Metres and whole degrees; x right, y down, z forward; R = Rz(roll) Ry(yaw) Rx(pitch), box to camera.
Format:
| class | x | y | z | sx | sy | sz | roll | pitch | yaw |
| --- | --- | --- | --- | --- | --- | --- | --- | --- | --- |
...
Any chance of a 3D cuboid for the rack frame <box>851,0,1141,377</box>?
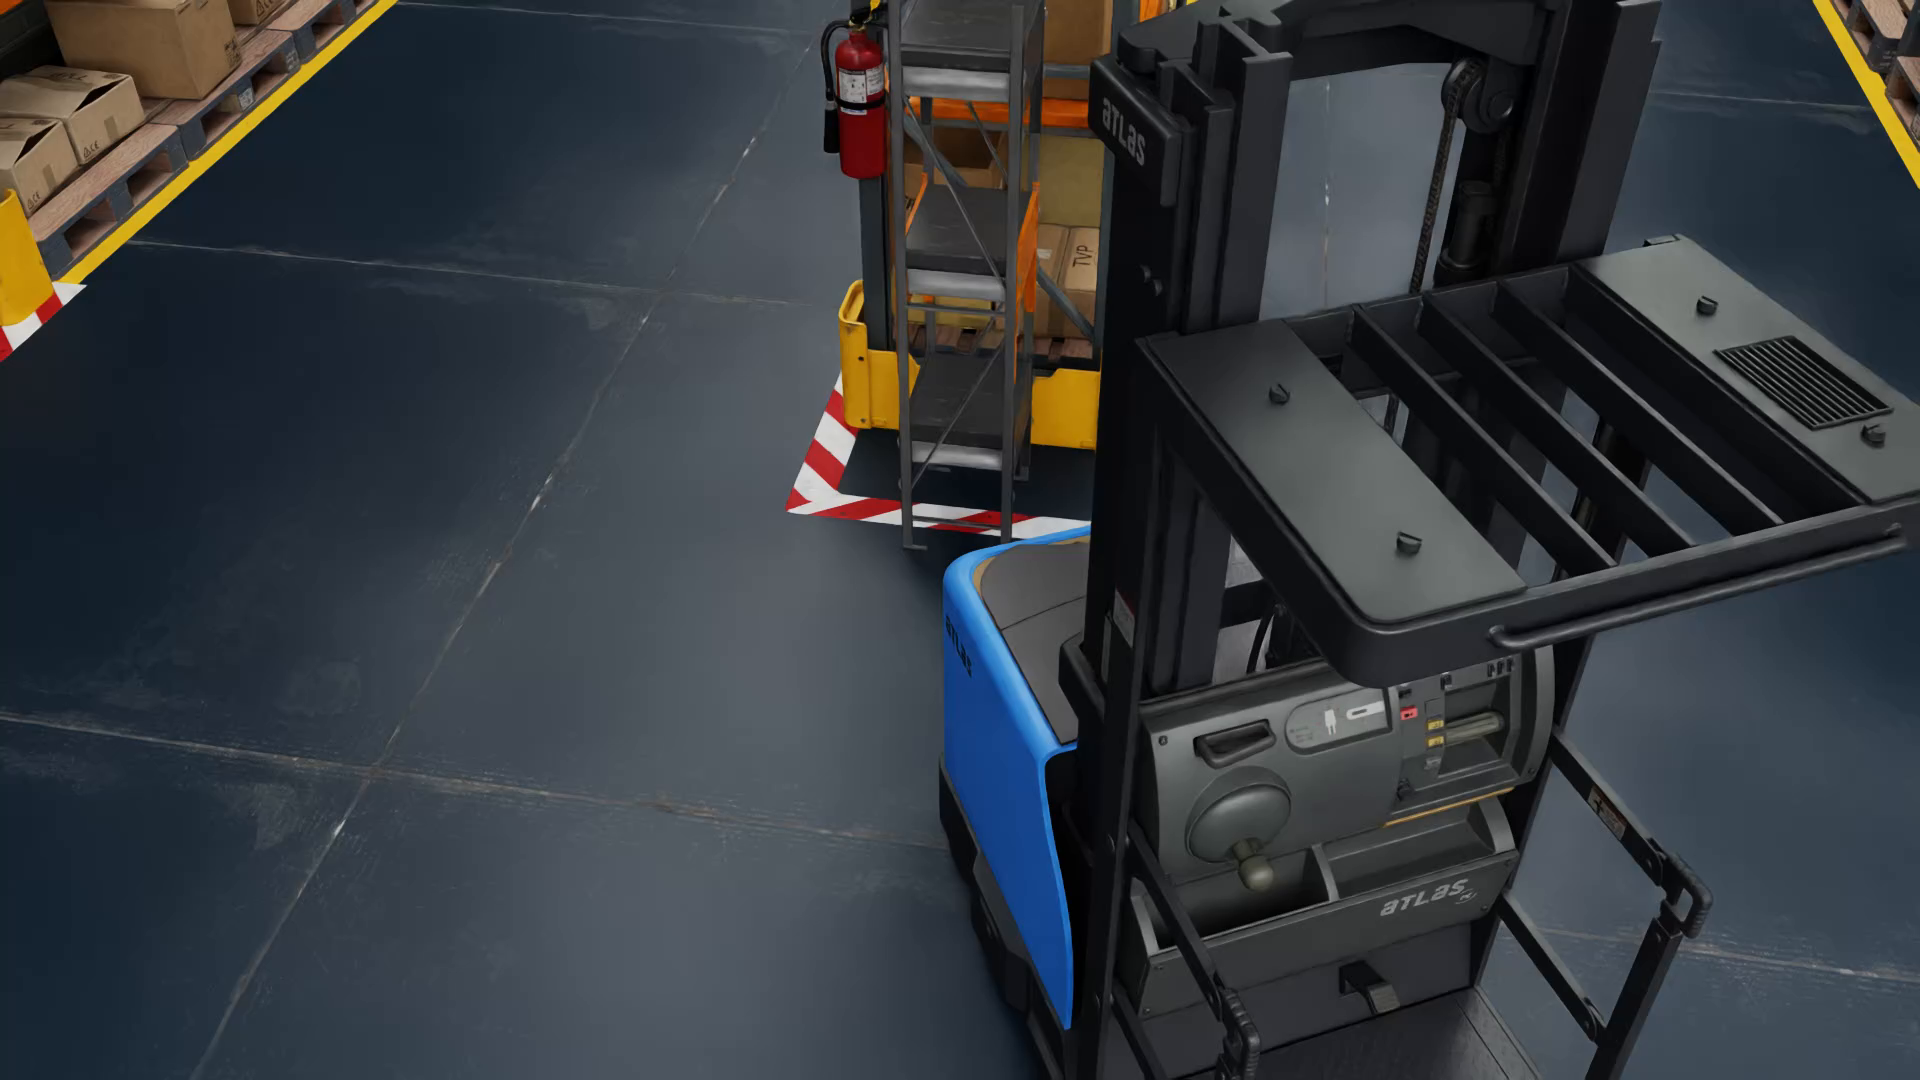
| class | x | y | z | sx | sy | sz | roll | pitch | yaw |
| --- | --- | --- | --- | --- | --- | --- | --- | --- | --- |
| rack frame | 0.122 | -1.682 | 5.931 | 1.000 | 3.000 | 0.127 | 6 | 40 | 8 |

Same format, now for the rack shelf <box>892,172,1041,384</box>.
| class | x | y | z | sx | sy | sz | roll | pitch | yaw |
| --- | --- | --- | --- | --- | --- | --- | --- | --- | --- |
| rack shelf | 0.029 | -0.903 | 5.715 | 0.431 | 0.518 | 0.480 | 6 | 40 | 8 |

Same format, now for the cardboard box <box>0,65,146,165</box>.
| class | x | y | z | sx | sy | sz | roll | pitch | yaw |
| --- | --- | --- | --- | --- | --- | --- | --- | --- | --- |
| cardboard box | -4.451 | -2.142 | 8.251 | 0.500 | 0.311 | 0.500 | 10 | 41 | 11 |

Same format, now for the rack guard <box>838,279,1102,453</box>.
| class | x | y | z | sx | sy | sz | roll | pitch | yaw |
| --- | --- | --- | --- | --- | --- | --- | --- | --- | --- |
| rack guard | 0.118 | -0.704 | 6.709 | 1.175 | 0.500 | 0.348 | 6 | 40 | 8 |

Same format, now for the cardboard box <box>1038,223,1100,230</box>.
| class | x | y | z | sx | sy | sz | roll | pitch | yaw |
| --- | --- | --- | --- | --- | --- | --- | --- | --- | --- |
| cardboard box | 0.517 | -1.411 | 7.431 | 0.500 | 0.250 | 0.500 | 6 | 40 | 8 |

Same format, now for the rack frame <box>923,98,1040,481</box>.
| class | x | y | z | sx | sy | sz | roll | pitch | yaw |
| --- | --- | --- | --- | --- | --- | --- | --- | --- | --- |
| rack frame | 0.071 | -1.066 | 5.892 | 0.400 | 2.100 | 0.015 | 6 | 40 | 8 |

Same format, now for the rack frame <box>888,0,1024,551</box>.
| class | x | y | z | sx | sy | sz | roll | pitch | yaw |
| --- | --- | --- | --- | --- | --- | --- | --- | --- | --- |
| rack frame | -0.014 | -0.760 | 5.521 | 0.400 | 2.100 | 0.015 | 6 | 40 | 8 |

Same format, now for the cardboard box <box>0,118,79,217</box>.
| class | x | y | z | sx | sy | sz | roll | pitch | yaw |
| --- | --- | --- | --- | --- | --- | --- | --- | --- | --- |
| cardboard box | -4.550 | -1.784 | 7.818 | 0.500 | 0.311 | 0.500 | 2 | 40 | 3 |

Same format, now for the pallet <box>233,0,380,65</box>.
| class | x | y | z | sx | sy | sz | roll | pitch | yaw |
| --- | --- | --- | --- | --- | --- | --- | --- | --- | --- |
| pallet | -4.147 | -3.237 | 9.999 | 1.003 | 0.211 | 1.213 | 6 | 40 | 8 |

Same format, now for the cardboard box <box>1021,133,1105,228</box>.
| class | x | y | z | sx | sy | sz | roll | pitch | yaw |
| --- | --- | --- | --- | --- | --- | --- | --- | --- | --- |
| cardboard box | 0.518 | -1.700 | 7.191 | 0.500 | 0.500 | 0.500 | 6 | 40 | 8 |

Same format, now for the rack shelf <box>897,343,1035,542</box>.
| class | x | y | z | sx | sy | sz | roll | pitch | yaw |
| --- | --- | --- | --- | --- | --- | --- | --- | --- | --- |
| rack shelf | 0.029 | -0.363 | 6.161 | 0.431 | 0.518 | 0.480 | 6 | 40 | 8 |

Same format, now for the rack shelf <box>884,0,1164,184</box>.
| class | x | y | z | sx | sy | sz | roll | pitch | yaw |
| --- | --- | --- | --- | --- | --- | --- | --- | --- | --- |
| rack shelf | 0.468 | -2.660 | 7.678 | 1.077 | 0.370 | 4.000 | 6 | 40 | 8 |

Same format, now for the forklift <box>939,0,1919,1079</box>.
| class | x | y | z | sx | sy | sz | roll | pitch | yaw |
| --- | --- | --- | --- | --- | --- | --- | --- | --- | --- |
| forklift | 0.899 | 0.530 | 3.309 | 1.130 | 2.935 | 3.031 | -12 | 41 | -15 |

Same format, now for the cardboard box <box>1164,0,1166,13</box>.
| class | x | y | z | sx | sy | sz | roll | pitch | yaw |
| --- | --- | --- | --- | --- | --- | --- | --- | --- | --- |
| cardboard box | 0.768 | -2.642 | 8.331 | 0.500 | 0.500 | 0.500 | 6 | 40 | 8 |

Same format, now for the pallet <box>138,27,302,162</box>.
| class | x | y | z | sx | sy | sz | roll | pitch | yaw |
| --- | --- | --- | --- | --- | --- | --- | --- | --- | --- |
| pallet | -4.356 | -2.469 | 9.070 | 1.003 | 0.211 | 1.213 | 6 | 40 | 8 |

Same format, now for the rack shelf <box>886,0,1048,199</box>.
| class | x | y | z | sx | sy | sz | roll | pitch | yaw |
| --- | --- | --- | --- | --- | --- | --- | --- | --- | --- |
| rack shelf | 0.029 | -1.442 | 5.269 | 0.431 | 0.518 | 0.480 | 6 | 40 | 8 |

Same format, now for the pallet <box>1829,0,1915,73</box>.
| class | x | y | z | sx | sy | sz | roll | pitch | yaw |
| --- | --- | --- | --- | --- | --- | --- | --- | --- | --- |
| pallet | 5.790 | -3.067 | 9.793 | 1.003 | 0.211 | 1.213 | 6 | 40 | 8 |

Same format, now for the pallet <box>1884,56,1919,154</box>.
| class | x | y | z | sx | sy | sz | roll | pitch | yaw |
| --- | --- | --- | --- | --- | --- | --- | --- | --- | --- |
| pallet | 5.535 | -2.153 | 8.688 | 1.003 | 0.211 | 1.213 | 6 | 40 | 8 |

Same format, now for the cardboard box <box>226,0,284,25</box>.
| class | x | y | z | sx | sy | sz | roll | pitch | yaw |
| --- | --- | --- | --- | --- | --- | --- | --- | --- | --- |
| cardboard box | -4.206 | -3.287 | 9.488 | 0.500 | 0.500 | 0.500 | 4 | 40 | 4 |

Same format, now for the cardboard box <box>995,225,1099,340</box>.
| class | x | y | z | sx | sy | sz | roll | pitch | yaw |
| --- | --- | --- | --- | --- | --- | --- | --- | --- | --- |
| cardboard box | 0.434 | -1.097 | 7.051 | 0.500 | 0.250 | 0.500 | 6 | 40 | 8 |

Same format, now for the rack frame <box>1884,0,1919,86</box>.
| class | x | y | z | sx | sy | sz | roll | pitch | yaw |
| --- | --- | --- | --- | --- | --- | --- | --- | --- | --- |
| rack frame | 5.692 | -3.644 | 8.304 | 1.000 | 3.000 | 0.127 | 6 | 40 | 8 |

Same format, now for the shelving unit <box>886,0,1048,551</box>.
| class | x | y | z | sx | sy | sz | roll | pitch | yaw |
| --- | --- | --- | --- | --- | --- | --- | --- | --- | --- |
| shelving unit | 0.029 | -0.913 | 5.707 | 0.431 | 2.100 | 0.503 | 6 | 40 | 8 |

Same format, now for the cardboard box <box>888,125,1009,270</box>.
| class | x | y | z | sx | sy | sz | roll | pitch | yaw |
| --- | --- | --- | --- | --- | --- | --- | --- | --- | --- |
| cardboard box | -0.079 | -1.443 | 6.881 | 0.500 | 0.500 | 0.500 | 6 | 40 | 8 |

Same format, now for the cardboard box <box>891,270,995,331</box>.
| class | x | y | z | sx | sy | sz | roll | pitch | yaw |
| --- | --- | --- | --- | --- | --- | --- | --- | --- | --- |
| cardboard box | -0.076 | -1.154 | 7.120 | 0.500 | 0.250 | 0.500 | 6 | 40 | 8 |

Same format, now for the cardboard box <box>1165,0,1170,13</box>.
| class | x | y | z | sx | sy | sz | roll | pitch | yaw |
| --- | --- | --- | --- | --- | --- | --- | --- | --- | --- |
| cardboard box | 0.851 | -2.956 | 8.711 | 0.500 | 0.500 | 0.500 | 6 | 40 | 8 |

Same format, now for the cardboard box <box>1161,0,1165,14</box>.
| class | x | y | z | sx | sy | sz | roll | pitch | yaw |
| --- | --- | --- | --- | --- | --- | --- | --- | --- | --- |
| cardboard box | 0.696 | -2.327 | 7.950 | 0.500 | 0.500 | 0.500 | 6 | 40 | 8 |

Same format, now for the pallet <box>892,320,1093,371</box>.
| class | x | y | z | sx | sy | sz | roll | pitch | yaw |
| --- | --- | --- | --- | --- | --- | --- | --- | --- | --- |
| pallet | 0.213 | -1.092 | 7.405 | 1.003 | 0.211 | 1.213 | 6 | 40 | 8 |

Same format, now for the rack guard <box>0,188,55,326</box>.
| class | x | y | z | sx | sy | sz | roll | pitch | yaw |
| --- | --- | --- | --- | --- | --- | --- | --- | --- | --- |
| rack guard | -4.745 | -1.311 | 7.443 | 1.175 | 0.500 | 0.348 | 6 | 40 | 8 |

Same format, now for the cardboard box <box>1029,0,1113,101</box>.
| class | x | y | z | sx | sy | sz | roll | pitch | yaw |
| --- | --- | --- | --- | --- | --- | --- | --- | --- | --- |
| cardboard box | 0.215 | -2.012 | 6.252 | 0.700 | 0.500 | 0.500 | 6 | 40 | 8 |

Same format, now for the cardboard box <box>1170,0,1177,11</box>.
| class | x | y | z | sx | sy | sz | roll | pitch | yaw |
| --- | --- | --- | --- | --- | --- | --- | --- | --- | --- |
| cardboard box | 0.949 | -2.980 | 9.328 | 0.500 | 0.250 | 0.500 | 6 | 40 | 8 |

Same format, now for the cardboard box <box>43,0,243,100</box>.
| class | x | y | z | sx | sy | sz | roll | pitch | yaw |
| --- | --- | --- | --- | --- | --- | --- | --- | --- | --- |
| cardboard box | -4.275 | -2.669 | 8.741 | 0.700 | 0.500 | 0.500 | 4 | 40 | 5 |

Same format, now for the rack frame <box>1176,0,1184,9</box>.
| class | x | y | z | sx | sy | sz | roll | pitch | yaw |
| --- | --- | --- | --- | --- | --- | --- | --- | --- | --- |
| rack frame | 0.814 | -4.193 | 8.967 | 1.000 | 3.000 | 0.127 | 6 | 40 | 8 |

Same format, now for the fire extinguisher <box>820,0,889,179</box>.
| class | x | y | z | sx | sy | sz | roll | pitch | yaw |
| --- | --- | --- | --- | --- | --- | --- | --- | --- | --- |
| fire extinguisher | -0.356 | -1.630 | 5.928 | 0.296 | 0.674 | 0.183 | 6 | 40 | 8 |

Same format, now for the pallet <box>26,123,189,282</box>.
| class | x | y | z | sx | sy | sz | roll | pitch | yaw |
| --- | --- | --- | --- | --- | --- | --- | --- | --- | --- |
| pallet | -4.569 | -1.705 | 8.147 | 1.003 | 0.211 | 1.213 | 6 | 40 | 8 |
